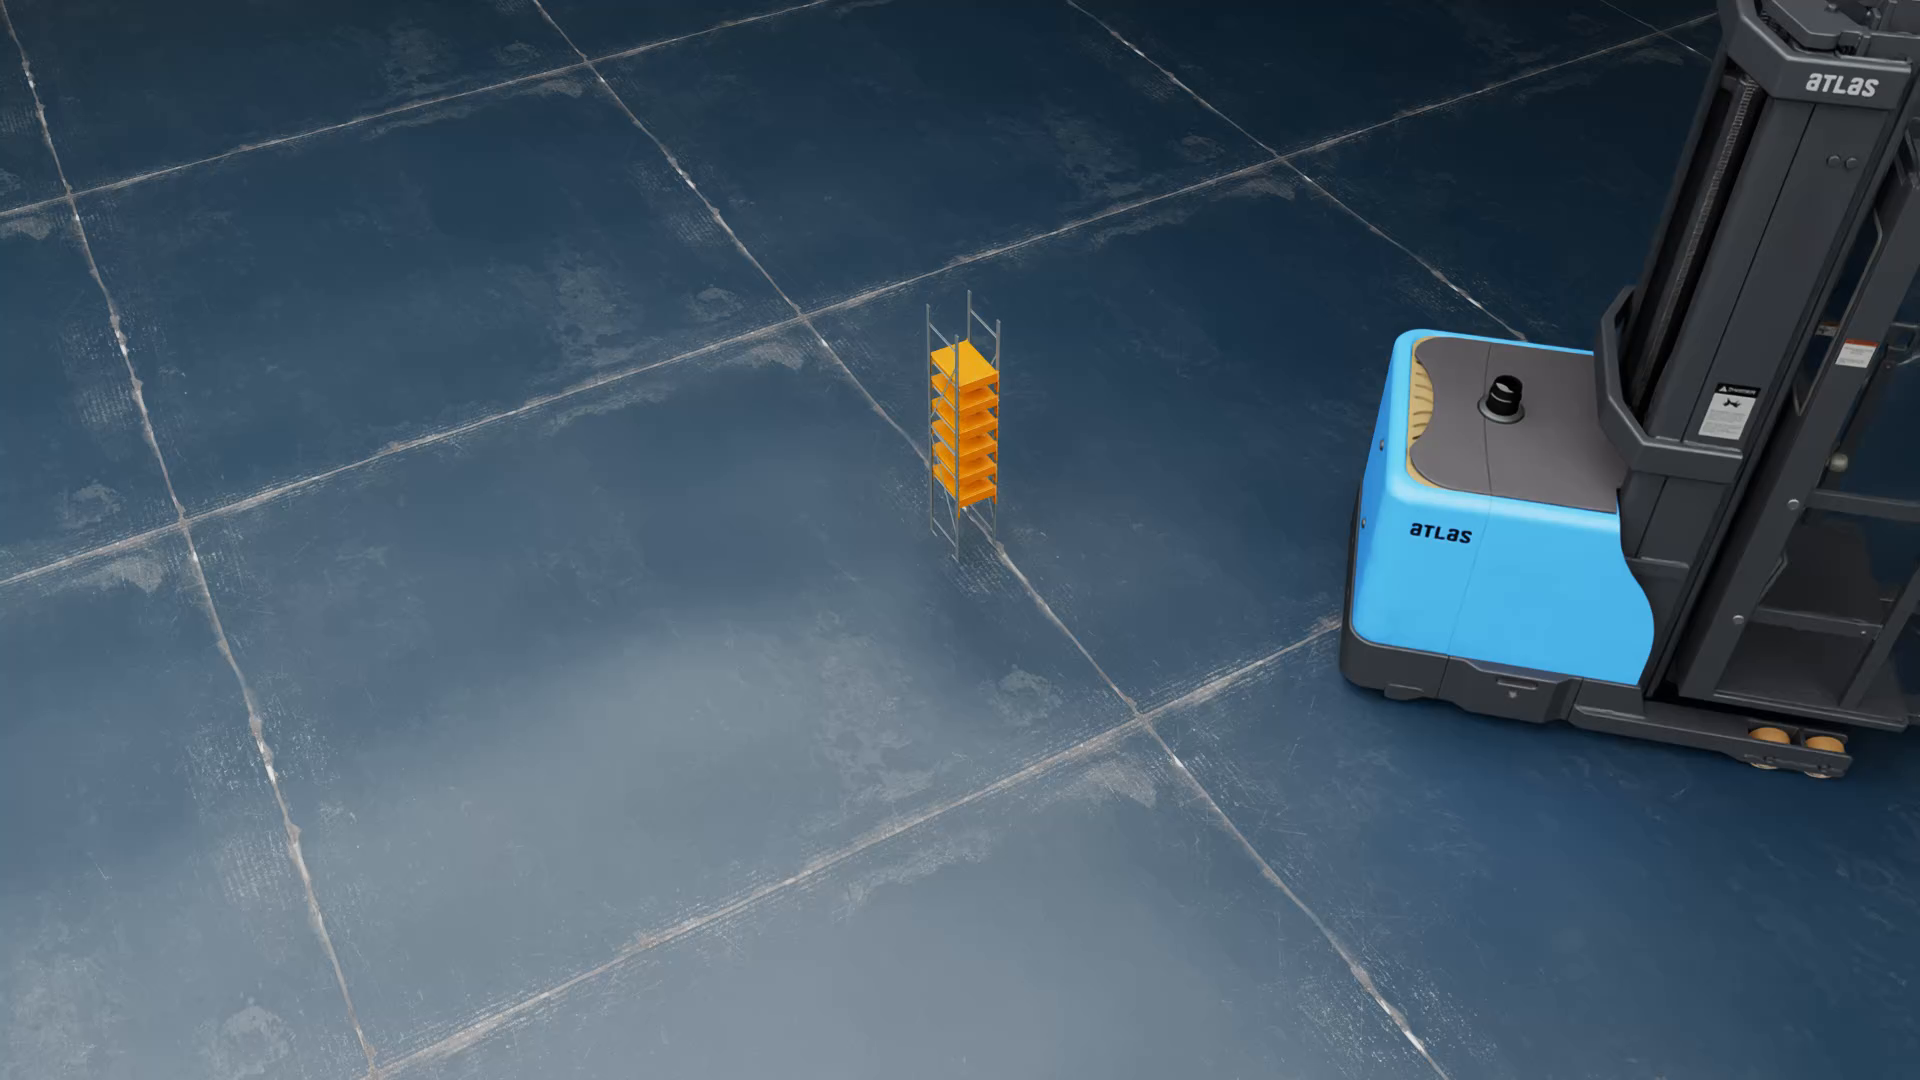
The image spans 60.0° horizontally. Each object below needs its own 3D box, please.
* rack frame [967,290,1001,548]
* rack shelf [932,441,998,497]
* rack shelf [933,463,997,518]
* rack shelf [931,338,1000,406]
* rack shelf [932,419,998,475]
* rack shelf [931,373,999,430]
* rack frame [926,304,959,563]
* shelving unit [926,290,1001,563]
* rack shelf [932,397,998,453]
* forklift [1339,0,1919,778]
[{"bbox_3d":[0.092,-0.467,6.799,0.006,1.200,0.240,-22,48,-21],"label":"rack frame"},{"bbox_3d":[0.013,-0.318,6.881,0.180,0.103,0.258,-22,48,-21],"label":"rack shelf"},{"bbox_3d":[0.013,-0.231,6.965,0.180,0.103,0.258,-22,48,-21],"label":"rack shelf"},{"bbox_3d":[0.013,-0.662,6.547,0.180,0.103,0.258,-22,48,-21],"label":"rack shelf"},{"bbox_3d":[0.013,-0.404,6.798,0.180,0.103,0.258,-22,48,-21],"label":"rack shelf"},{"bbox_3d":[0.013,-0.576,6.631,0.180,0.103,0.258,-22,48,-21],"label":"rack shelf"},{"bbox_3d":[-0.067,-0.404,6.734,0.006,1.200,0.240,-22,48,-21],"label":"rack frame"},{"bbox_3d":[0.013,-0.436,6.767,0.189,1.200,0.258,-22,48,-21],"label":"shelving unit"},{"bbox_3d":[0.013,-0.490,6.714,0.180,0.103,0.258,-22,48,-21],"label":"rack shelf"},{"bbox_3d":[3.069,-0.565,5.657,3.031,2.935,1.130,9,45,9],"label":"forklift"}]
